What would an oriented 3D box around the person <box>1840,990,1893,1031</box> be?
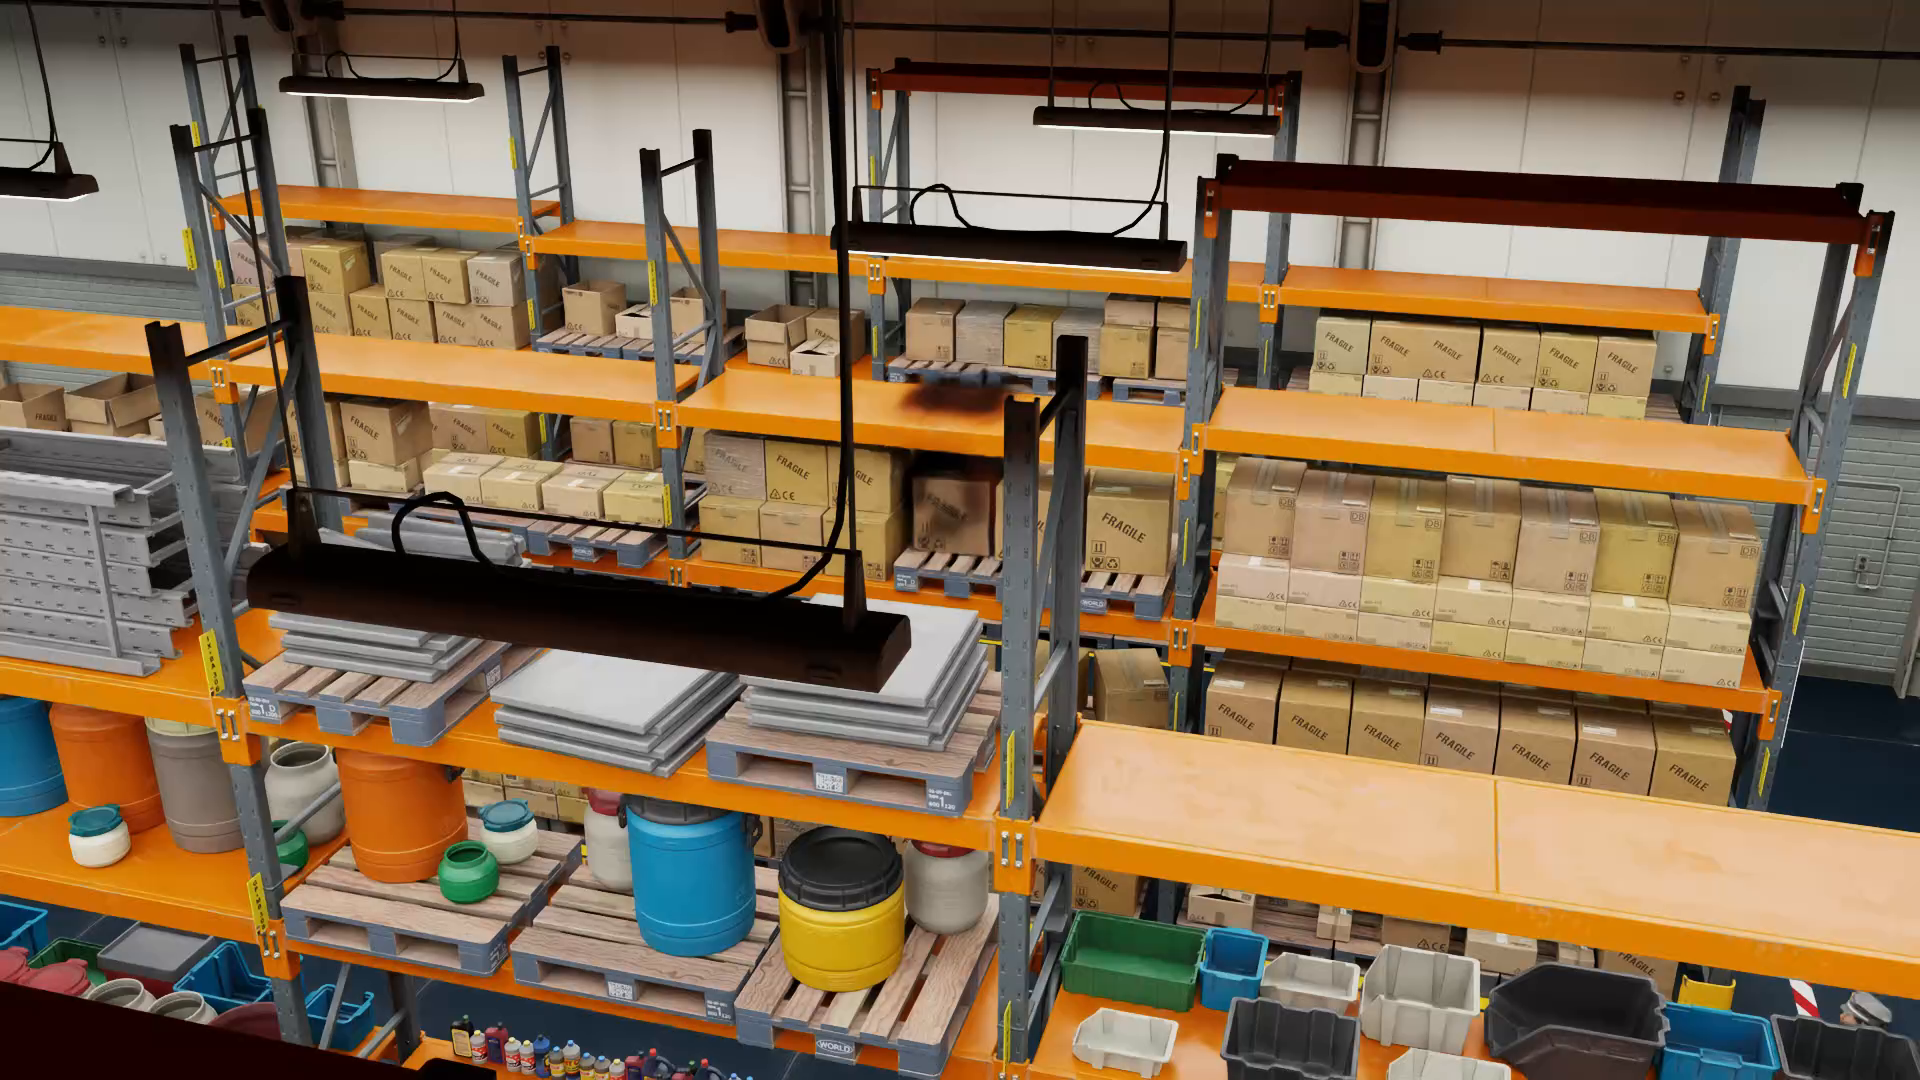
[{"bbox_3d":[5.369,3.491,10.191,0.371,1.689,0.569,-1,23,-3],"label":"person"}]
